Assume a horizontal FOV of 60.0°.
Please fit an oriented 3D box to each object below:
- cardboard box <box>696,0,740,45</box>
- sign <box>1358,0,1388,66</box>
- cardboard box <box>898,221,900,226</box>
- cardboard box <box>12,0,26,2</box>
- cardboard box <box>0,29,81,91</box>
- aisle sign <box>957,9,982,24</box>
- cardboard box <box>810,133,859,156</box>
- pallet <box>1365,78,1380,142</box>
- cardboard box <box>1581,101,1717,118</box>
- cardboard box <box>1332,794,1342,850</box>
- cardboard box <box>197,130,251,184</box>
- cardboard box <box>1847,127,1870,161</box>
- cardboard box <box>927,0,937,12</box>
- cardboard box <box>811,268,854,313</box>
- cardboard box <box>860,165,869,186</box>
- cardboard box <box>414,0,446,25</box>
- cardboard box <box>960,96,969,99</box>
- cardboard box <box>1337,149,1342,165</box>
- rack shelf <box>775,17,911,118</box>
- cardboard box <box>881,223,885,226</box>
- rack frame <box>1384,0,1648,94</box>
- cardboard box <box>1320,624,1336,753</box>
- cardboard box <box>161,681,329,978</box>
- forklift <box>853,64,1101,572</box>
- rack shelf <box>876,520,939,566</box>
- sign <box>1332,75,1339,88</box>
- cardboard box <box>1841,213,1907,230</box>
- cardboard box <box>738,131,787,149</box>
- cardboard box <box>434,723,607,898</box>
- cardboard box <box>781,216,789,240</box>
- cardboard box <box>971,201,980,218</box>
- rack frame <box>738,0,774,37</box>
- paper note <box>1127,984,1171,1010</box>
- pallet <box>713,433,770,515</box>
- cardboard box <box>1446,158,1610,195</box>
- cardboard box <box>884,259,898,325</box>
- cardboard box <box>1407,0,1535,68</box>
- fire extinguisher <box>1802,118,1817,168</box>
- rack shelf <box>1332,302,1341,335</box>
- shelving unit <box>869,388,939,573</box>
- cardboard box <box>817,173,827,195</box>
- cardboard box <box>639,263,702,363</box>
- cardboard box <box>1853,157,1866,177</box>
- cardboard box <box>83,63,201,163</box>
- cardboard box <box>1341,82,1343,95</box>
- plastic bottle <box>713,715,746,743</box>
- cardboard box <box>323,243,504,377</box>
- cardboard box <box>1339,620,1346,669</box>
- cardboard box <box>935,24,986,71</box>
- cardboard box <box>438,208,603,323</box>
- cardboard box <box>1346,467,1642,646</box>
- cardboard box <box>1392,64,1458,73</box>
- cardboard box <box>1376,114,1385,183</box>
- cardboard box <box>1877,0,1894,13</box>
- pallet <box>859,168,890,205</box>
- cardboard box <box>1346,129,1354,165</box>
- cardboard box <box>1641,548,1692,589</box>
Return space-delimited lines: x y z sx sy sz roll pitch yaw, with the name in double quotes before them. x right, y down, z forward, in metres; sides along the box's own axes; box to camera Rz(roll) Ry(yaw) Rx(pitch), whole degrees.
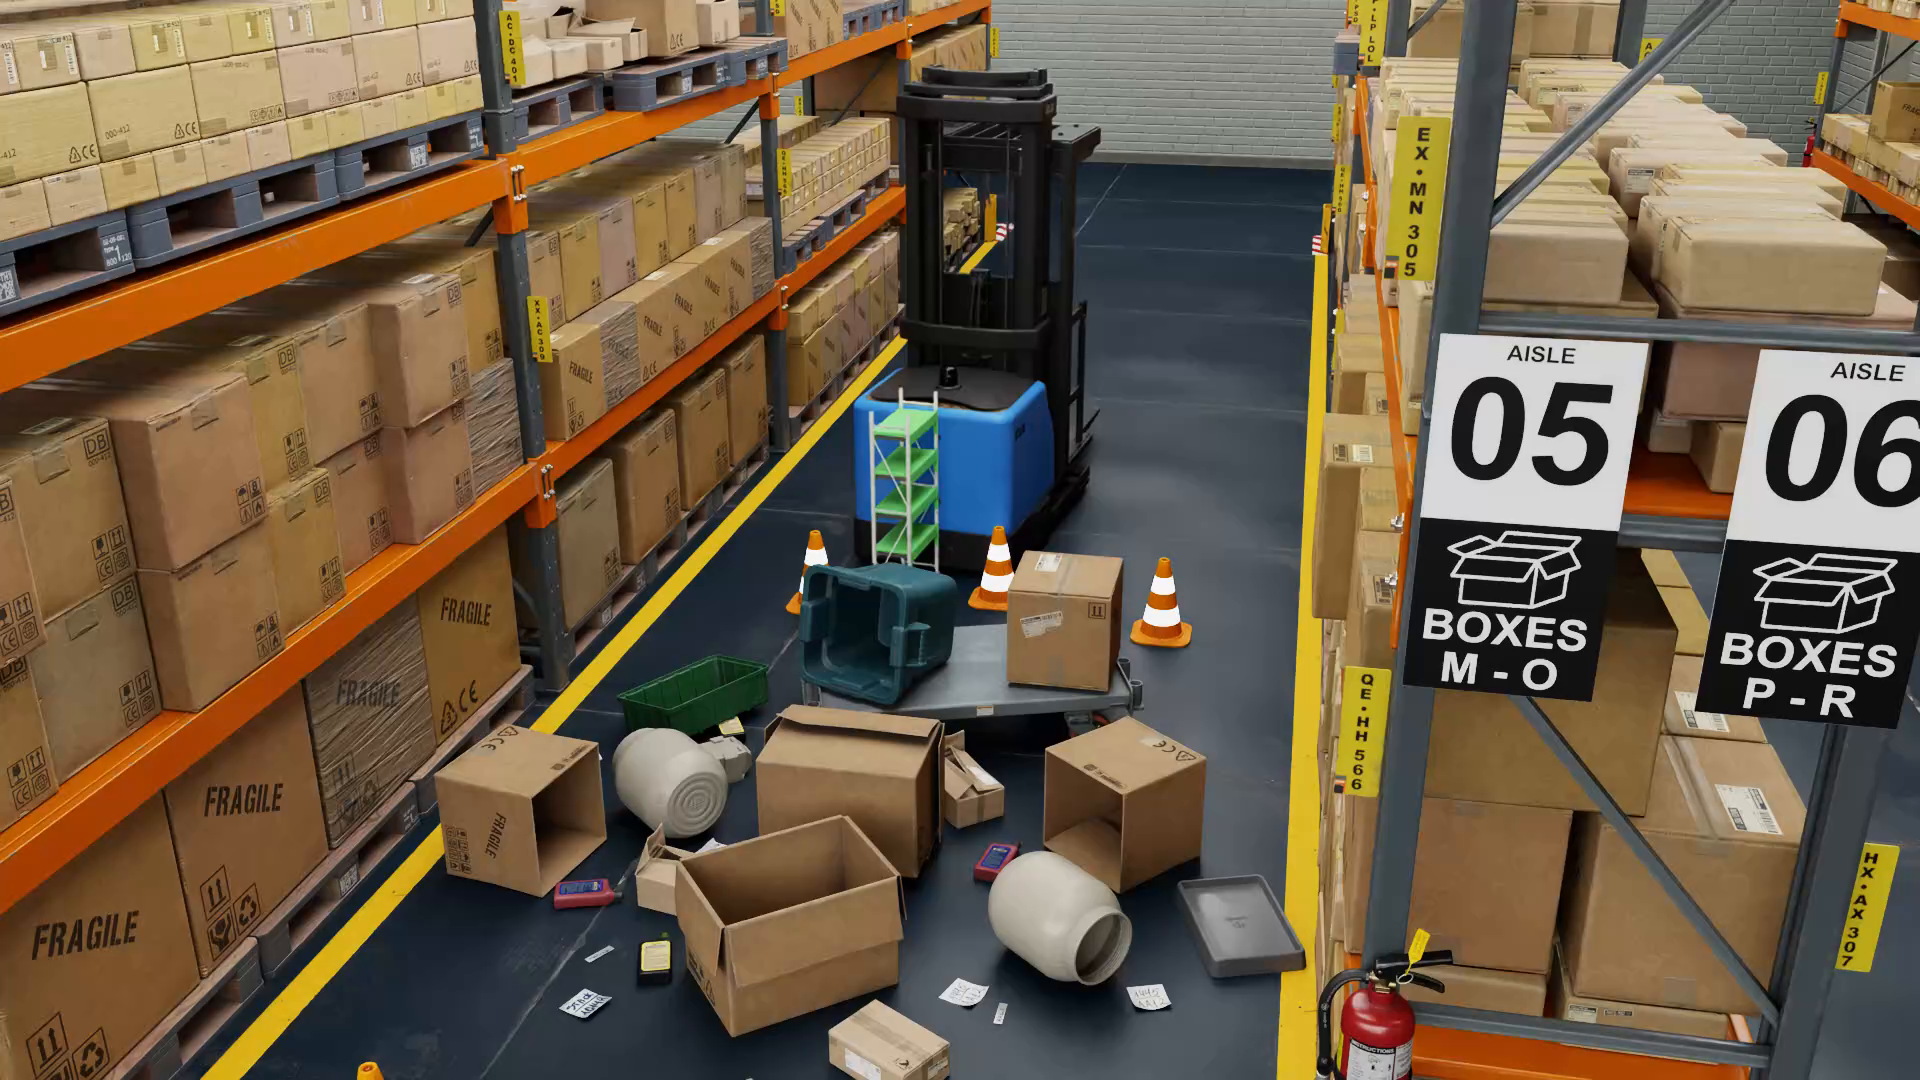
"cardboard box" -1.701 -3.281 10.393 0.500 0.311 0.500 4 22 11
"sign" 1.725 -2.147 6.934 0.100 0.325 0.005 4 22 11
"cardboard box" -0.437 -3.299 17.487 0.380 0.149 0.250 4 22 9
"cardboard box" -6.563 -3.798 11.450 0.500 0.500 0.500 4 22 11
"cardboard box" -2.878 -1.431 4.948 0.380 0.149 0.250 5 22 11
"aisle sign" 0.160 -6.230 18.829 0.394 0.787 0.004 4 22 11
"cardboard box" -1.071 -3.372 14.189 0.380 0.149 0.250 4 22 9
"pallet" 2.708 -2.193 8.520 1.213 0.211 1.003 4 22 11
"cardboard box" 2.219 -1.324 5.380 0.380 0.149 0.250 5 22 12
"cardboard box" 1.480 0.963 5.694 0.380 0.149 0.250 5 23 13
"cardboard box" -2.721 -1.341 5.793 0.380 0.149 0.250 5 22 11
"cardboard box" 9.019 -3.856 16.216 0.500 0.250 0.500 4 22 10
"cardboard box" -0.519 -5.213 15.967 0.500 0.250 0.500 4 22 10
"cardboard box" -1.186 -2.077 13.776 0.500 0.250 0.500 5 22 11
"cardboard box" -1.009 -3.198 14.553 0.380 0.149 0.250 3 22 8
"cardboard box" -2.412 -2.268 7.026 0.380 0.149 0.250 4 22 11
"cardboard box" -0.193 -4.647 17.845 0.500 0.500 0.500 5 22 11
"cardboard box" 3.536 -3.240 14.416 0.500 0.250 0.500 4 22 9
"rack shelf" -1.373 -3.884 13.430 1.077 0.370 4.000 4 22 11
"cardboard box" -0.996 -3.239 17.339 0.380 0.149 0.250 3 22 8
"rack frame" 2.269 -3.075 6.442 1.000 3.000 0.127 4 22 11
"cardboard box" 1.884 0.636 7.373 0.500 0.500 0.500 6 23 13
"cardboard box" -3.162 1.047 6.522 0.875 0.875 0.875 4 22 10
"forklift" 0.278 -1.675 11.090 1.130 2.935 3.031 7 23 17
"rack shelf" -0.323 0.035 9.973 0.258 0.148 0.480 7 23 17
"sign" 4.176 -5.163 18.394 0.100 0.325 0.005 4 22 11
"cardboard box" 9.360 -3.124 17.374 0.797 0.503 0.637 4 22 9
"cardboard box" -1.706 -3.422 14.314 0.380 0.149 0.250 4 22 10
"cardboard box" -1.909 1.172 7.271 0.500 0.500 0.500 8 23 20
"cardboard box" -1.492 -2.322 12.377 0.380 0.149 0.250 4 22 10
"cardboard box" 0.023 -3.816 19.170 0.380 0.149 0.250 4 22 9
"rack frame" -1.781 -4.878 10.920 1.000 3.000 0.127 4 22 11
"paper note" 0.732 1.763 6.435 0.142 0.019 0.148 -3 22 -8
"pallet" -2.016 -0.519 11.860 1.003 0.211 1.213 4 22 11
"cardboard box" 1.460 -0.895 4.314 0.380 0.149 0.250 5 22 11
"cardboard box" -0.869 -2.303 15.341 0.500 0.500 0.500 4 22 10
"cardboard box" 2.263 -2.262 7.409 0.500 0.250 0.500 5 22 12
"fire extinguisher" 9.155 -4.184 17.829 0.296 0.674 0.183 4 22 11
"rack shelf" 2.677 -0.689 9.513 1.077 0.370 4.000 4 22 11
"shelving unit" -0.323 -0.246 9.859 0.258 1.200 0.503 7 23 17
"cardboard box" -1.278 -2.853 13.299 0.380 0.149 0.250 4 22 11
"cardboard box" -1.916 -1.403 10.189 0.500 0.500 0.500 5 22 12
"cardboard box" 8.931 -3.620 16.164 0.380 0.149 0.250 4 22 9
"cardboard box" -2.859 -1.397 5.400 0.500 0.250 0.500 4 22 10
"cardboard box" 4.044 -4.476 16.480 0.500 0.500 0.500 5 22 11
"plastic bottle" -1.176 0.947 8.420 0.133 0.061 0.283 -7 23 -17
"cardboard box" -2.706 -1.070 7.850 0.875 0.550 0.550 4 22 11
"cardboard box" 1.621 0.383 6.224 0.380 0.149 0.250 5 22 11
"cardboard box" 0.001 -5.483 18.581 0.500 0.500 0.500 4 22 10
"cardboard box" -2.399 -1.513 9.122 0.700 0.500 0.500 4 22 10
"cardboard box" 1.454 0.135 4.633 0.700 0.500 0.500 5 22 11
"cardboard box" 1.861 -1.749 6.434 0.380 0.149 0.250 5 23 13
"cardboard box" 1.815 -1.422 6.157 0.500 0.250 0.500 4 22 10
"cardboard box" 8.990 -5.109 15.846 0.380 0.149 0.250 4 22 11
"pallet" -1.263 -3.200 15.042 1.003 0.211 1.213 4 22 11
"cardboard box" 3.031 -2.662 11.976 0.500 0.500 0.500 5 22 12
"cardboard box" 2.122 0.272 5.631 0.500 0.500 0.500 4 22 10
